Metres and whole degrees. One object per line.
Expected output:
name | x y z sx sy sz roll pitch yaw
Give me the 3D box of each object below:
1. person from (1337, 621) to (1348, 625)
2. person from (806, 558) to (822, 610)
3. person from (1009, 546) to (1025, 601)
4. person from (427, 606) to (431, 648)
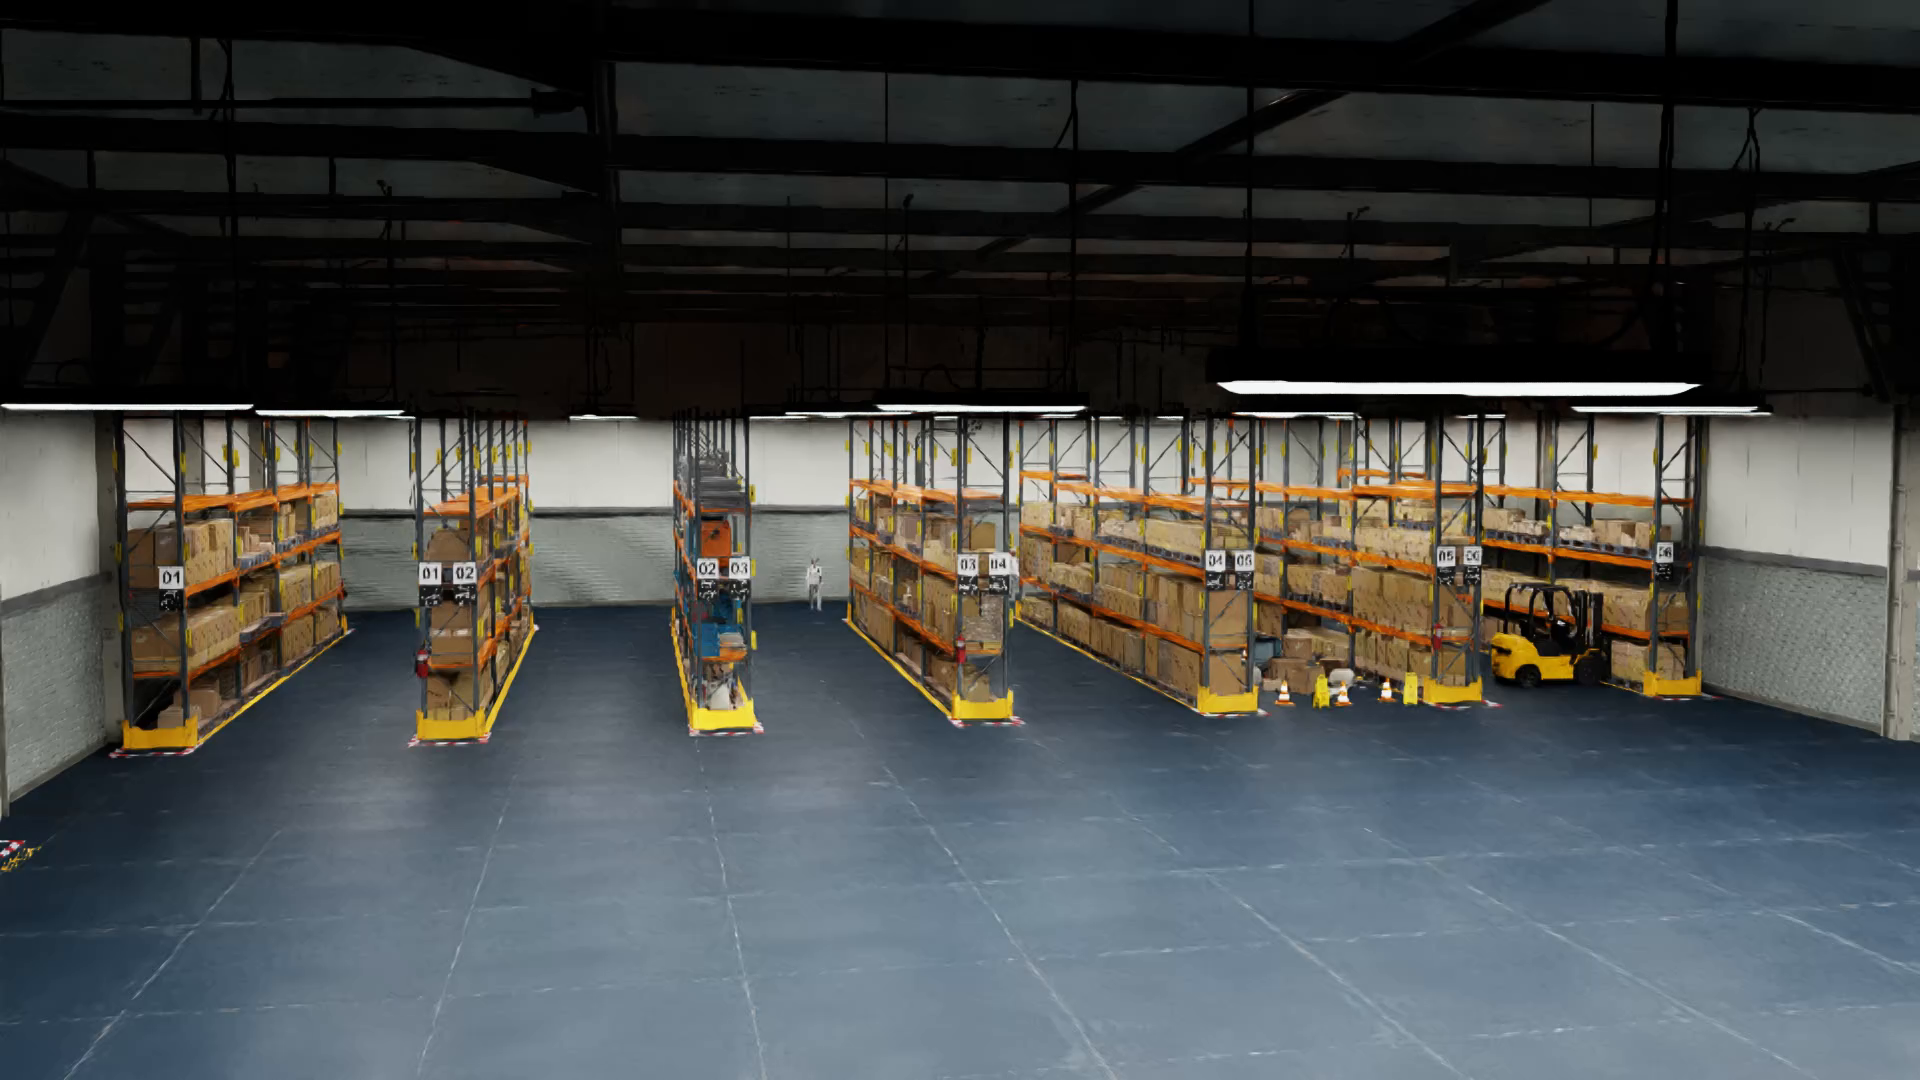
person | 10.834 1.606 46.535 0.512 1.594 0.515 1 4 8
person | -4.422 1.322 50.499 0.495 1.587 1.086 -1 4 -8
person | 1.775 1.067 53.162 0.579 1.782 0.624 4 6 43
person | -13.117 1.917 41.685 0.528 1.671 0.524 1 4 19
